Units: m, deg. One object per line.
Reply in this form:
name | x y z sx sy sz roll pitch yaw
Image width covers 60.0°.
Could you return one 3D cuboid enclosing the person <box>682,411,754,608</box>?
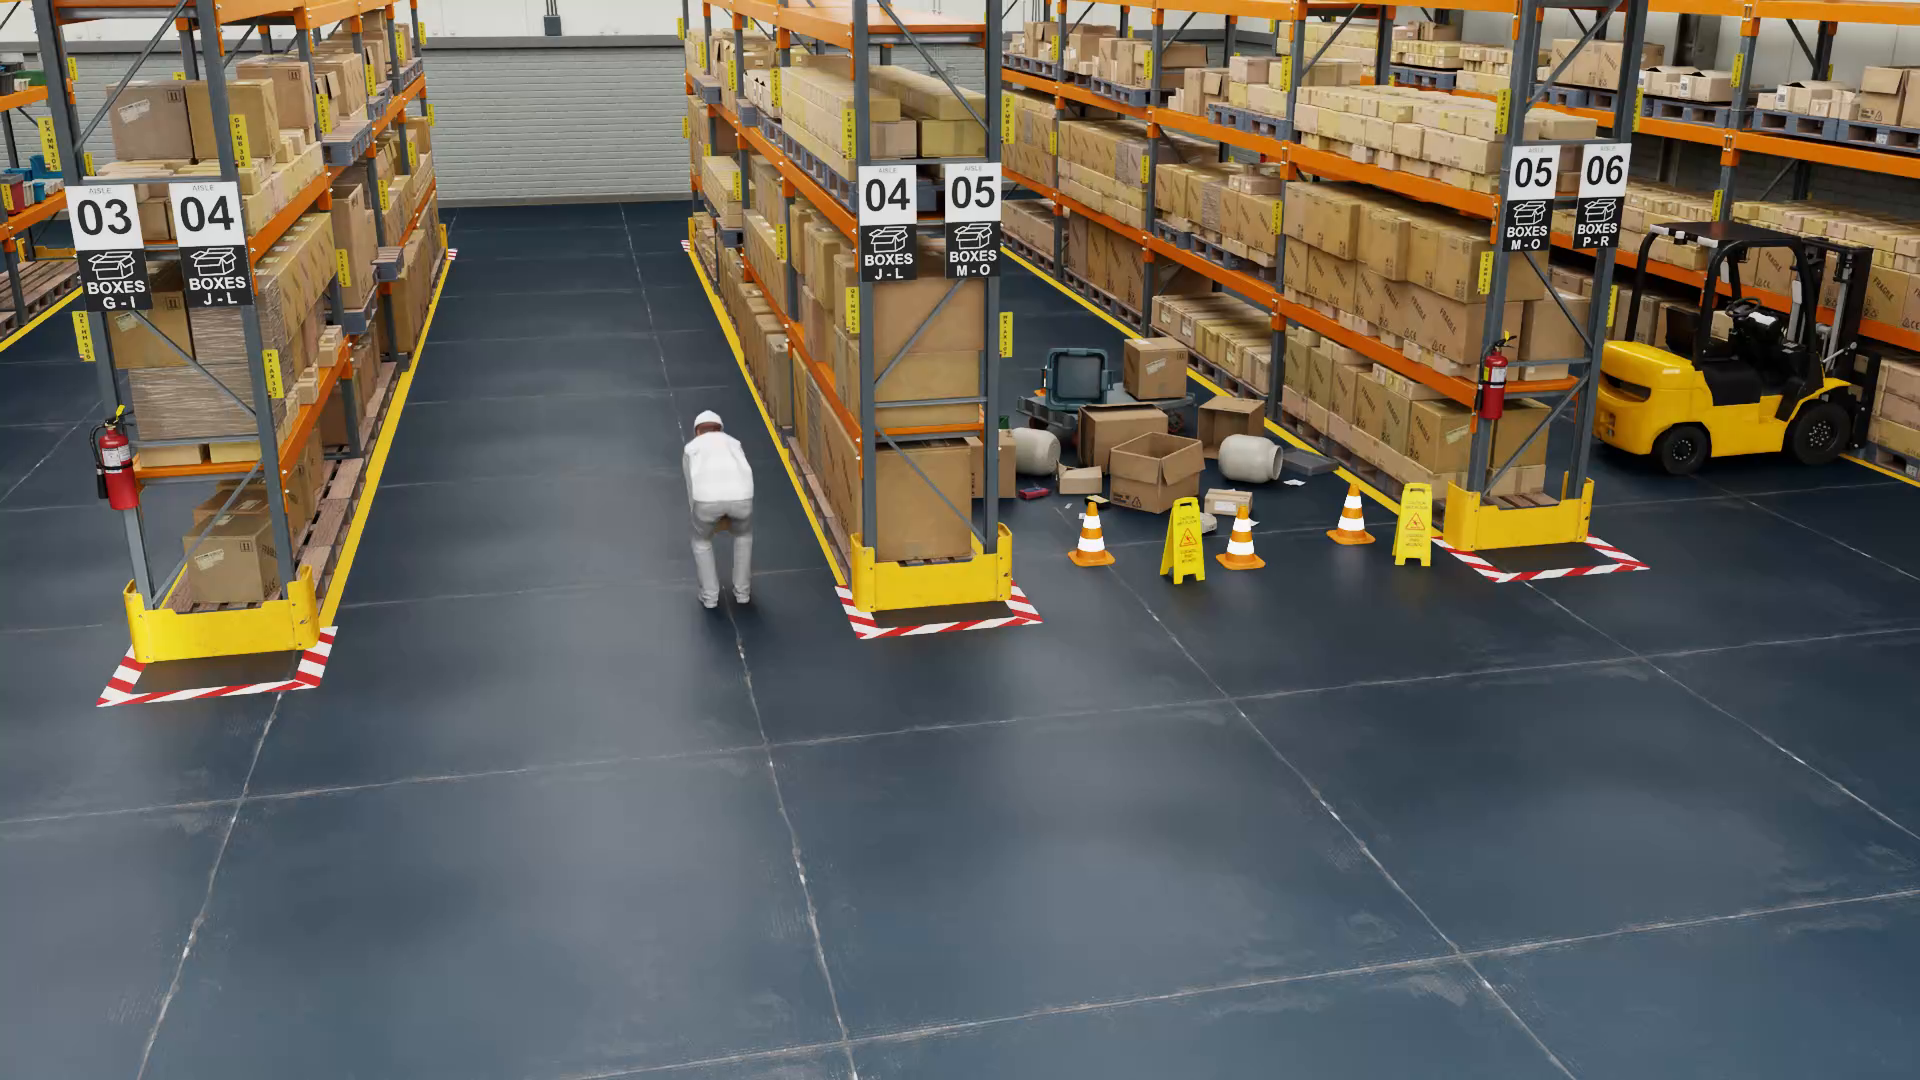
person | -1.801 -0.233 12.375 0.467 1.317 0.949 -5 20 -14
